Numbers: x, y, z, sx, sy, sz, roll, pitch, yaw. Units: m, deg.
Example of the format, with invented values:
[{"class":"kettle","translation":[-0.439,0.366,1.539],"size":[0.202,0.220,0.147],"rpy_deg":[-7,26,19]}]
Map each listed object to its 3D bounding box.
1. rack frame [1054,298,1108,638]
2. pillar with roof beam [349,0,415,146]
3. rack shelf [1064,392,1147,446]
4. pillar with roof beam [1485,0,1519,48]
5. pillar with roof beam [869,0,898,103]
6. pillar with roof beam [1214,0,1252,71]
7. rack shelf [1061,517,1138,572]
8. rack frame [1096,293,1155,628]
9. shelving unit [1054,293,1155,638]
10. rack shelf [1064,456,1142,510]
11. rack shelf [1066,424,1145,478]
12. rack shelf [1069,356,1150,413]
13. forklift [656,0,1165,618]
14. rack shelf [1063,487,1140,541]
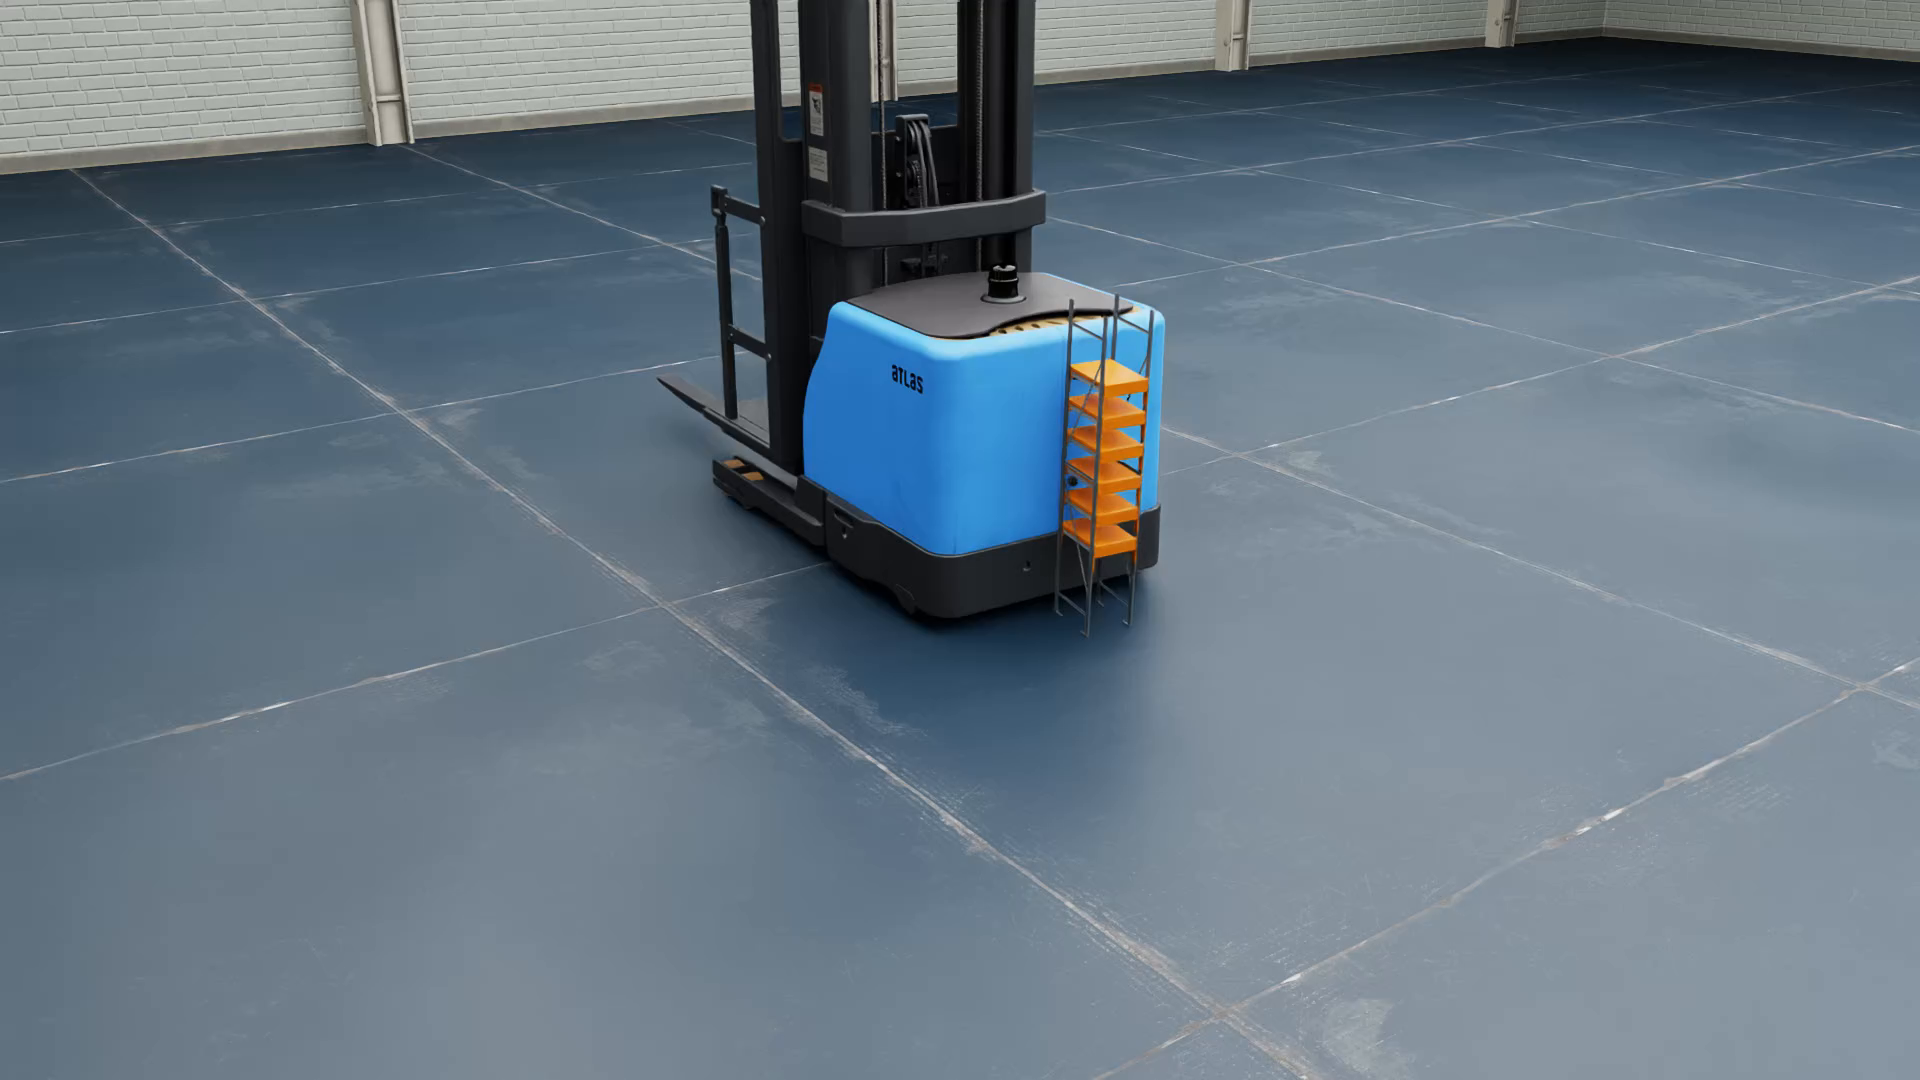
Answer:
[{"class":"rack frame","translation":[0.421,-0.237,5.853],"size":[0.006,1.200,0.240],"rpy_deg":[-11,27,-25]},{"class":"pillar with roof beam","translation":[-3.367,-6.992,12.276],"size":[0.400,9.000,9.100],"rpy_deg":[-15,26,-33]},{"class":"rack shelf","translation":[0.506,-0.431,5.811],"size":[0.180,0.103,0.258],"rpy_deg":[-11,27,-25]},{"class":"pillar with roof beam","translation":[11.245,-10.888,22.040],"size":[0.400,9.000,9.100],"rpy_deg":[-15,26,-33]},{"class":"pillar with roof beam","translation":[1.504,-8.291,15.531],"size":[0.400,9.000,9.100],"rpy_deg":[-15,26,-33]},{"class":"pillar with roof beam","translation":[6.374,-9.589,18.785],"size":[0.400,9.000,9.100],"rpy_deg":[-15,26,-33]},{"class":"rack shelf","translation":[0.495,0.005,6.011],"size":[0.180,0.103,0.258],"rpy_deg":[-11,27,-25]},{"class":"rack frame","translation":[0.583,-0.269,5.932],"size":[0.006,1.200,0.240],"rpy_deg":[-11,27,-25]},{"class":"shelving unit","translation":[0.502,-0.253,5.893],"size":[0.189,1.200,0.258],"rpy_deg":[-11,27,-25]},{"class":"rack shelf","translation":[0.501,-0.213,5.911],"size":[0.180,0.103,0.258],"rpy_deg":[-11,27,-25]},{"class":"rack shelf","translation":[0.504,-0.322,5.861],"size":[0.180,0.103,0.258],"rpy_deg":[-11,27,-25]},{"class":"rack shelf","translation":[0.509,-0.540,5.761],"size":[0.180,0.103,0.258],"rpy_deg":[-11,27,-25]},{"class":"forklift","translation":[-0.438,-1.576,6.890],"size":[1.130,2.935,3.031],"rpy_deg":[-13,25,-30]},{"class":"rack shelf","translation":[0.498,-0.104,5.961],"size":[0.180,0.103,0.258],"rpy_deg":[-11,27,-25]}]
